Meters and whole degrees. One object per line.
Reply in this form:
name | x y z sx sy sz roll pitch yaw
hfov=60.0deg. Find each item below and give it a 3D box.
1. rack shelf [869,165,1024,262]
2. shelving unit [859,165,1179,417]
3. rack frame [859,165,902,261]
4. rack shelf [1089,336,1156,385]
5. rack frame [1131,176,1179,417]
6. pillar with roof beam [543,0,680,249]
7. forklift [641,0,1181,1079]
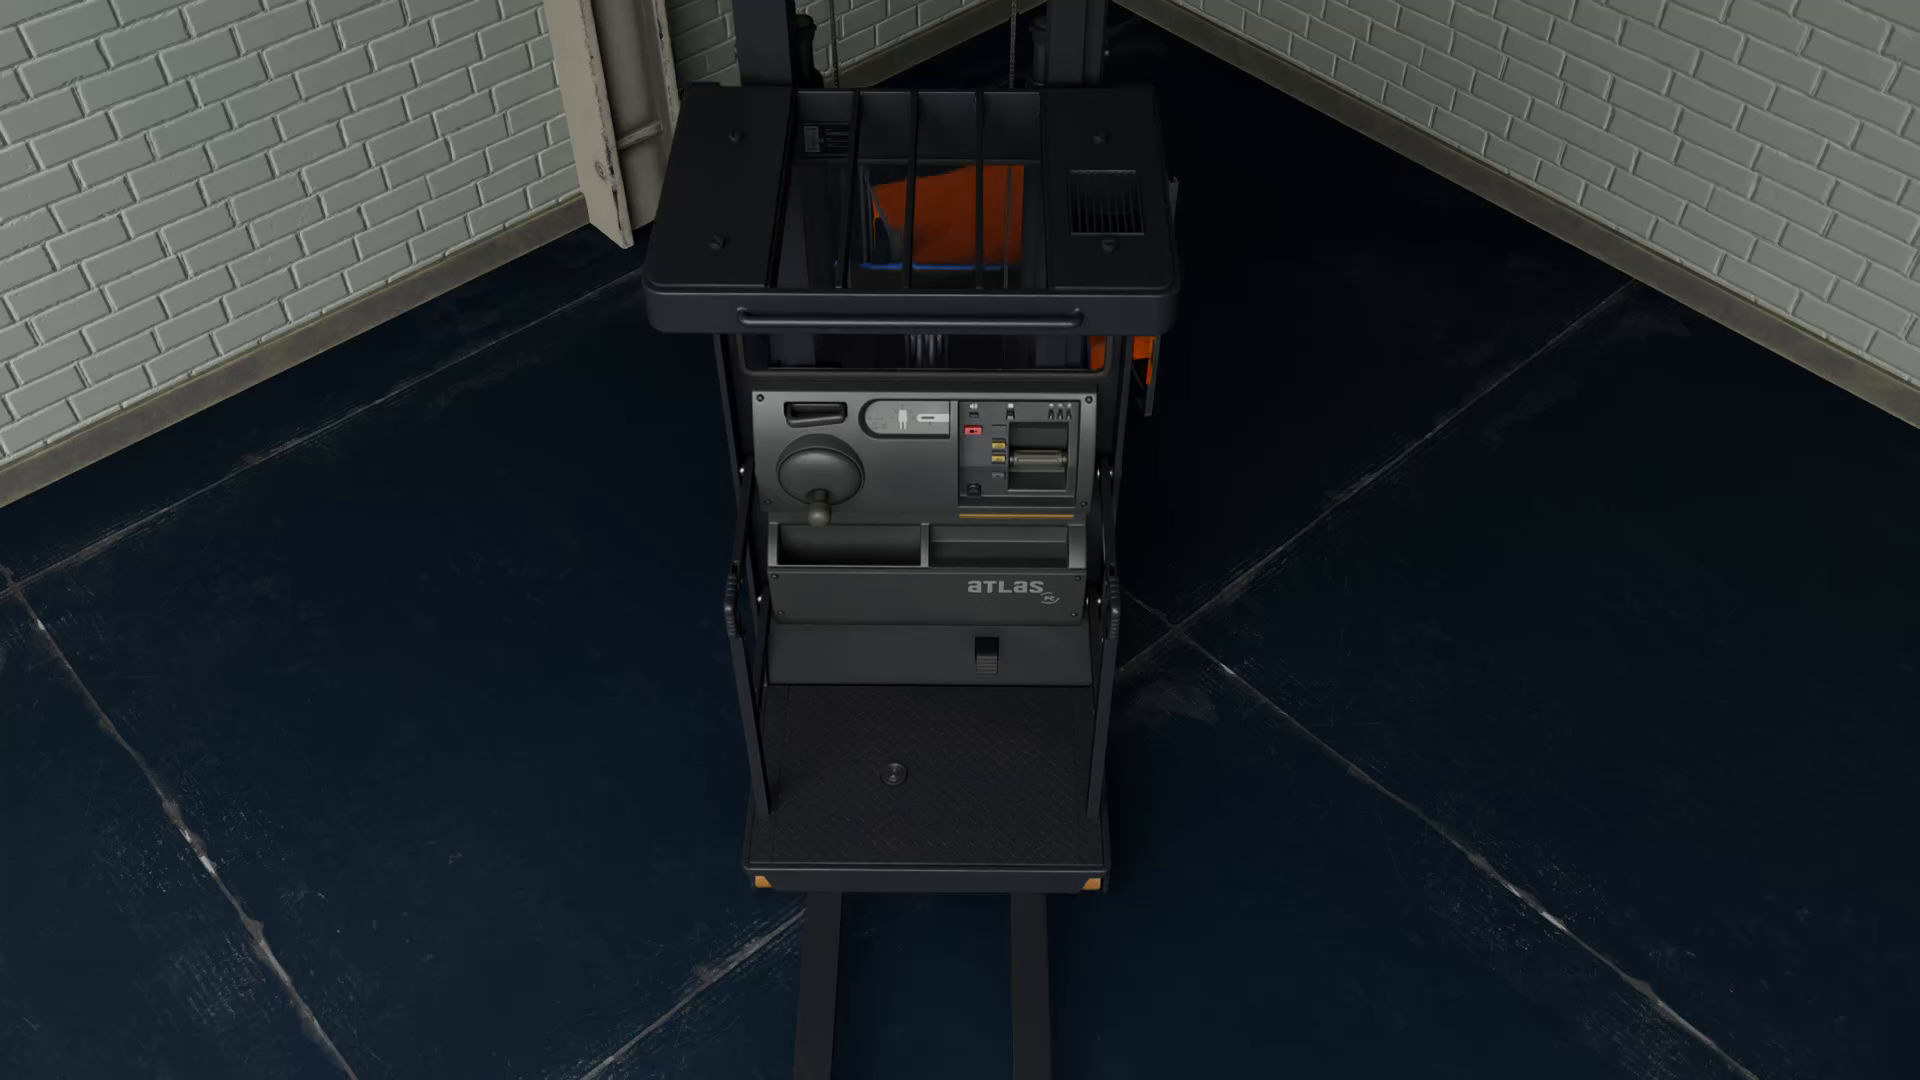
rack shelf | 0.203 -1.153 6.150 1.000 0.278 0.538 -12 48 -11
shelving unit | 0.203 -0.954 6.365 1.048 1.125 0.538 -12 48 -11
rack frame | -0.285 -0.850 6.269 0.032 1.125 0.500 -12 48 -11
rack shelf | 0.203 -0.789 6.545 1.000 0.278 0.538 -12 48 -11
rack frame | 0.691 -1.059 6.461 0.032 1.125 0.500 -12 48 -11
pillar with roof beam | 1.436 -2.195 2.152 0.400 9.000 9.100 -34 56 -27
forklift | -0.095 -0.134 4.379 1.130 2.935 3.031 0 47 0
